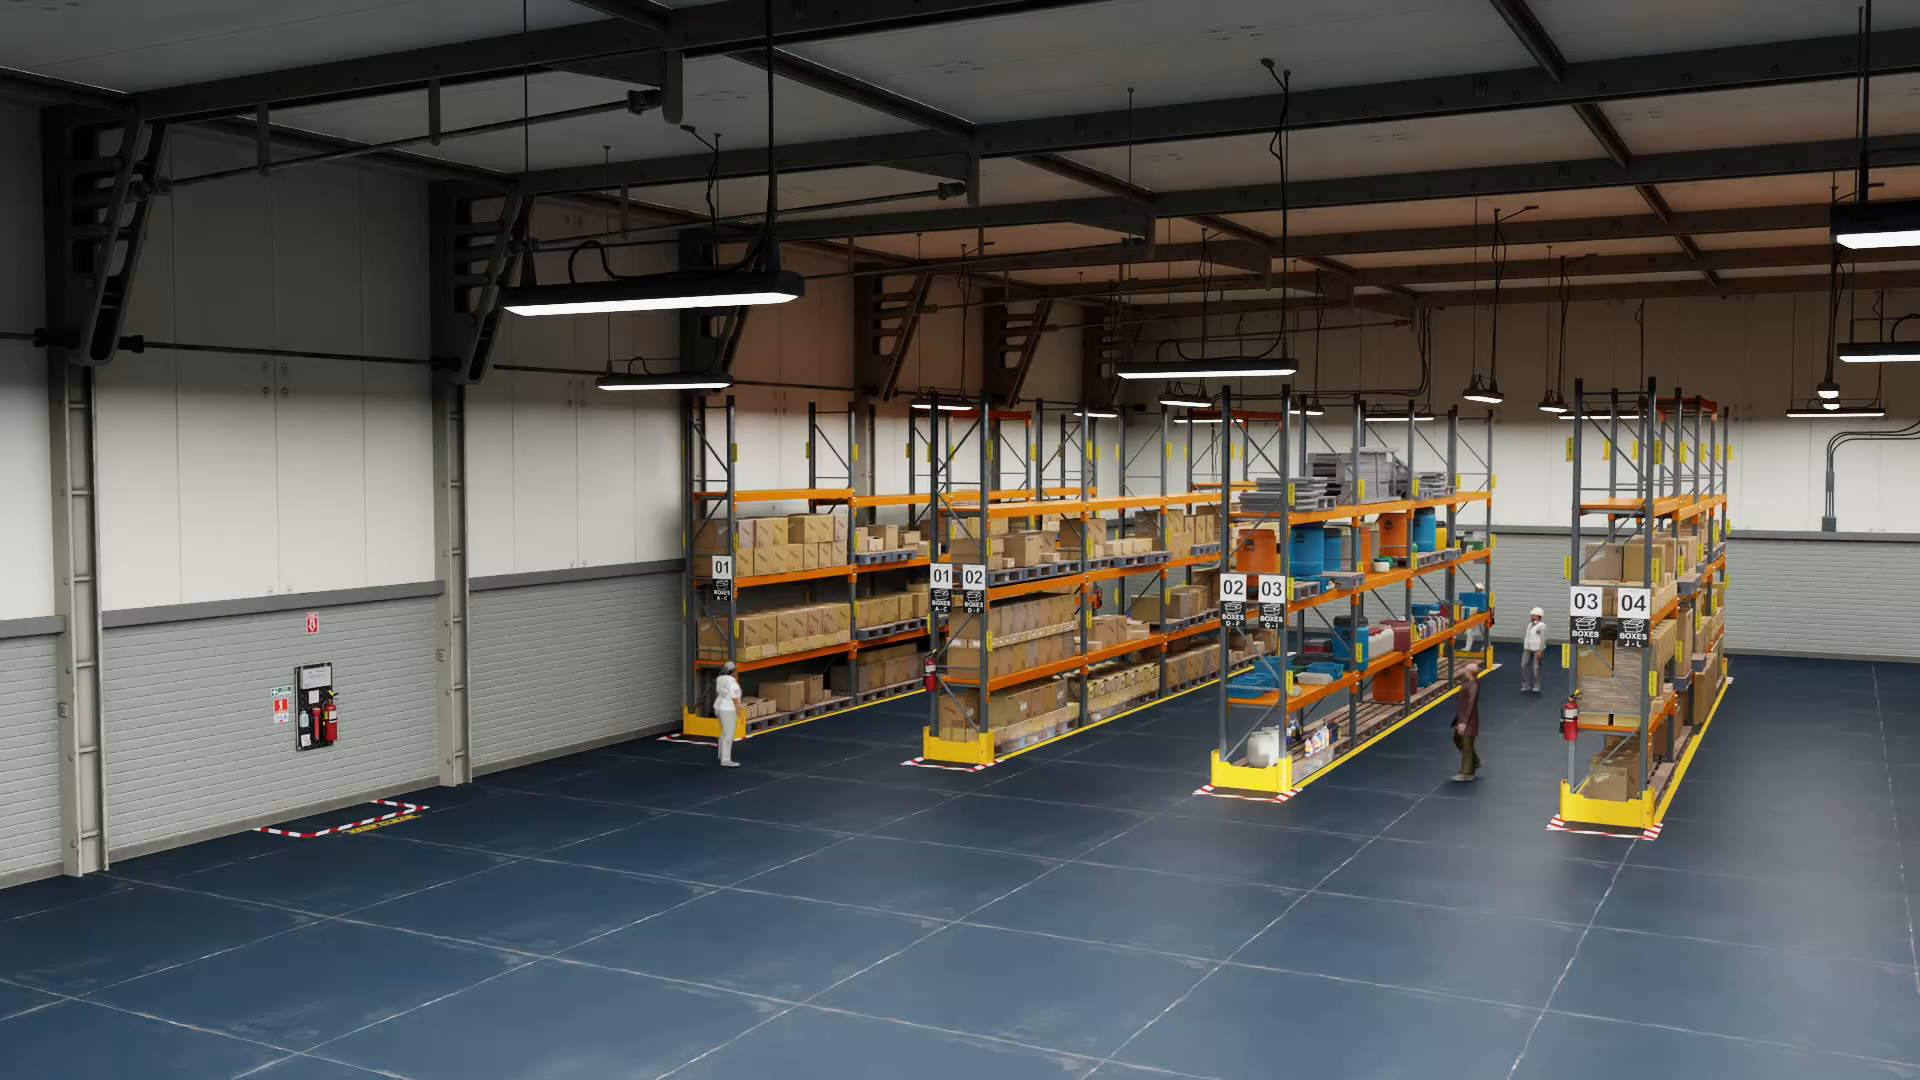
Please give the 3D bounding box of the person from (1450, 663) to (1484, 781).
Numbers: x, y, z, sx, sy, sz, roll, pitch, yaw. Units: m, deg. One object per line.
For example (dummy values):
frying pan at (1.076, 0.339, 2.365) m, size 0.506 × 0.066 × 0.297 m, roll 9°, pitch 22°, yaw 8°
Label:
person at (7.771, 2.765, 25.453) m, size 0.551 × 1.777 × 0.658 m, roll 0°, pitch 3°, yaw 6°

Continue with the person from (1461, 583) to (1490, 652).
person at (12.916, 1.951, 41.451) m, size 0.533 × 1.738 × 1.096 m, roll 2°, pitch 4°, yaw 36°

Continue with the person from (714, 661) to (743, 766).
person at (-3.731, 2.792, 26.689) m, size 0.400 × 1.710 × 0.653 m, roll -2°, pitch 3°, yaw -30°

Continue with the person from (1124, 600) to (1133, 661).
person at (3.942, 2.155, 38.098) m, size 0.559 × 1.605 × 1.028 m, roll 2°, pitch 3°, yaw 29°

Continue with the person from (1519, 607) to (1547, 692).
person at (12.034, 2.323, 34.846) m, size 0.431 × 1.826 × 0.555 m, roll -2°, pitch 4°, yaw -36°
